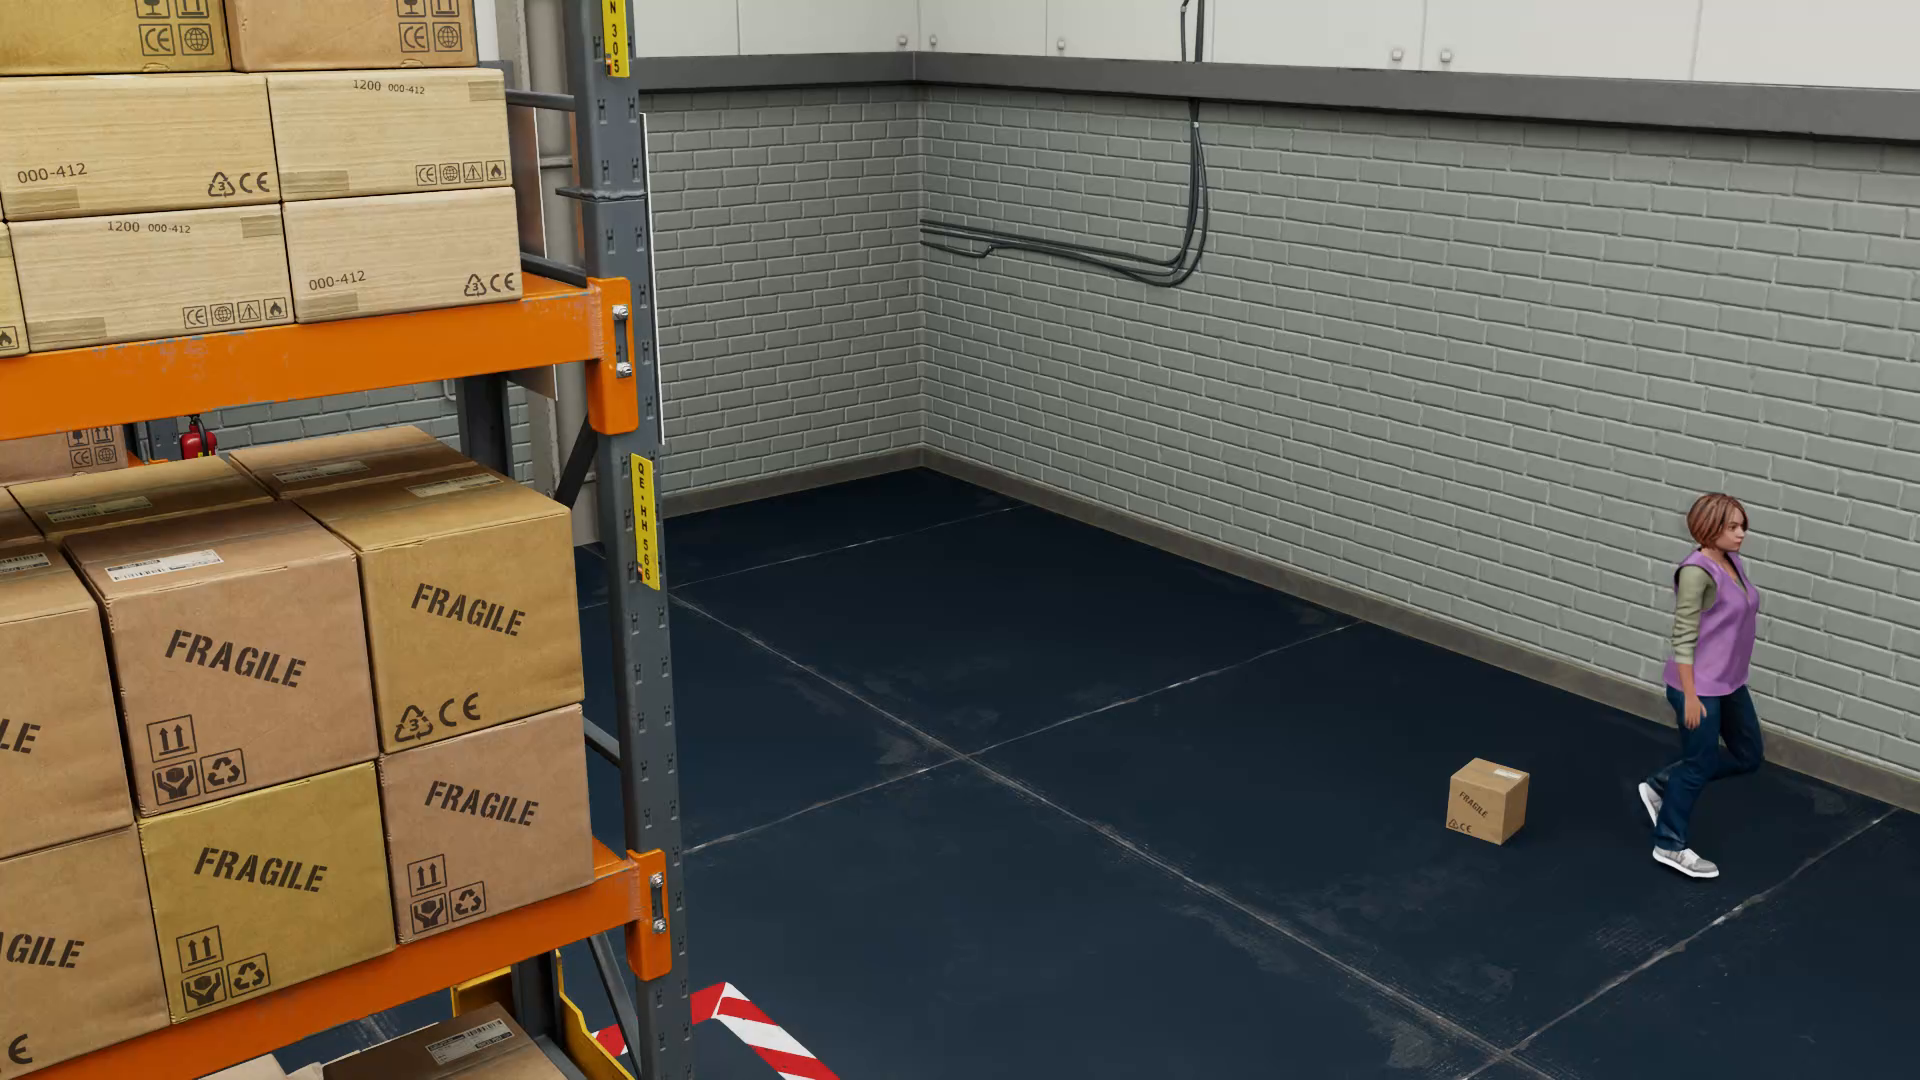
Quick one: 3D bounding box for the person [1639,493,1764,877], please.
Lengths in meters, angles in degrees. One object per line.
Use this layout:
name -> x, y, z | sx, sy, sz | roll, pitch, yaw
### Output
person -> 2.994, 0.586, 6.691 | 0.431, 1.591, 0.444 | -17, 24, -42
